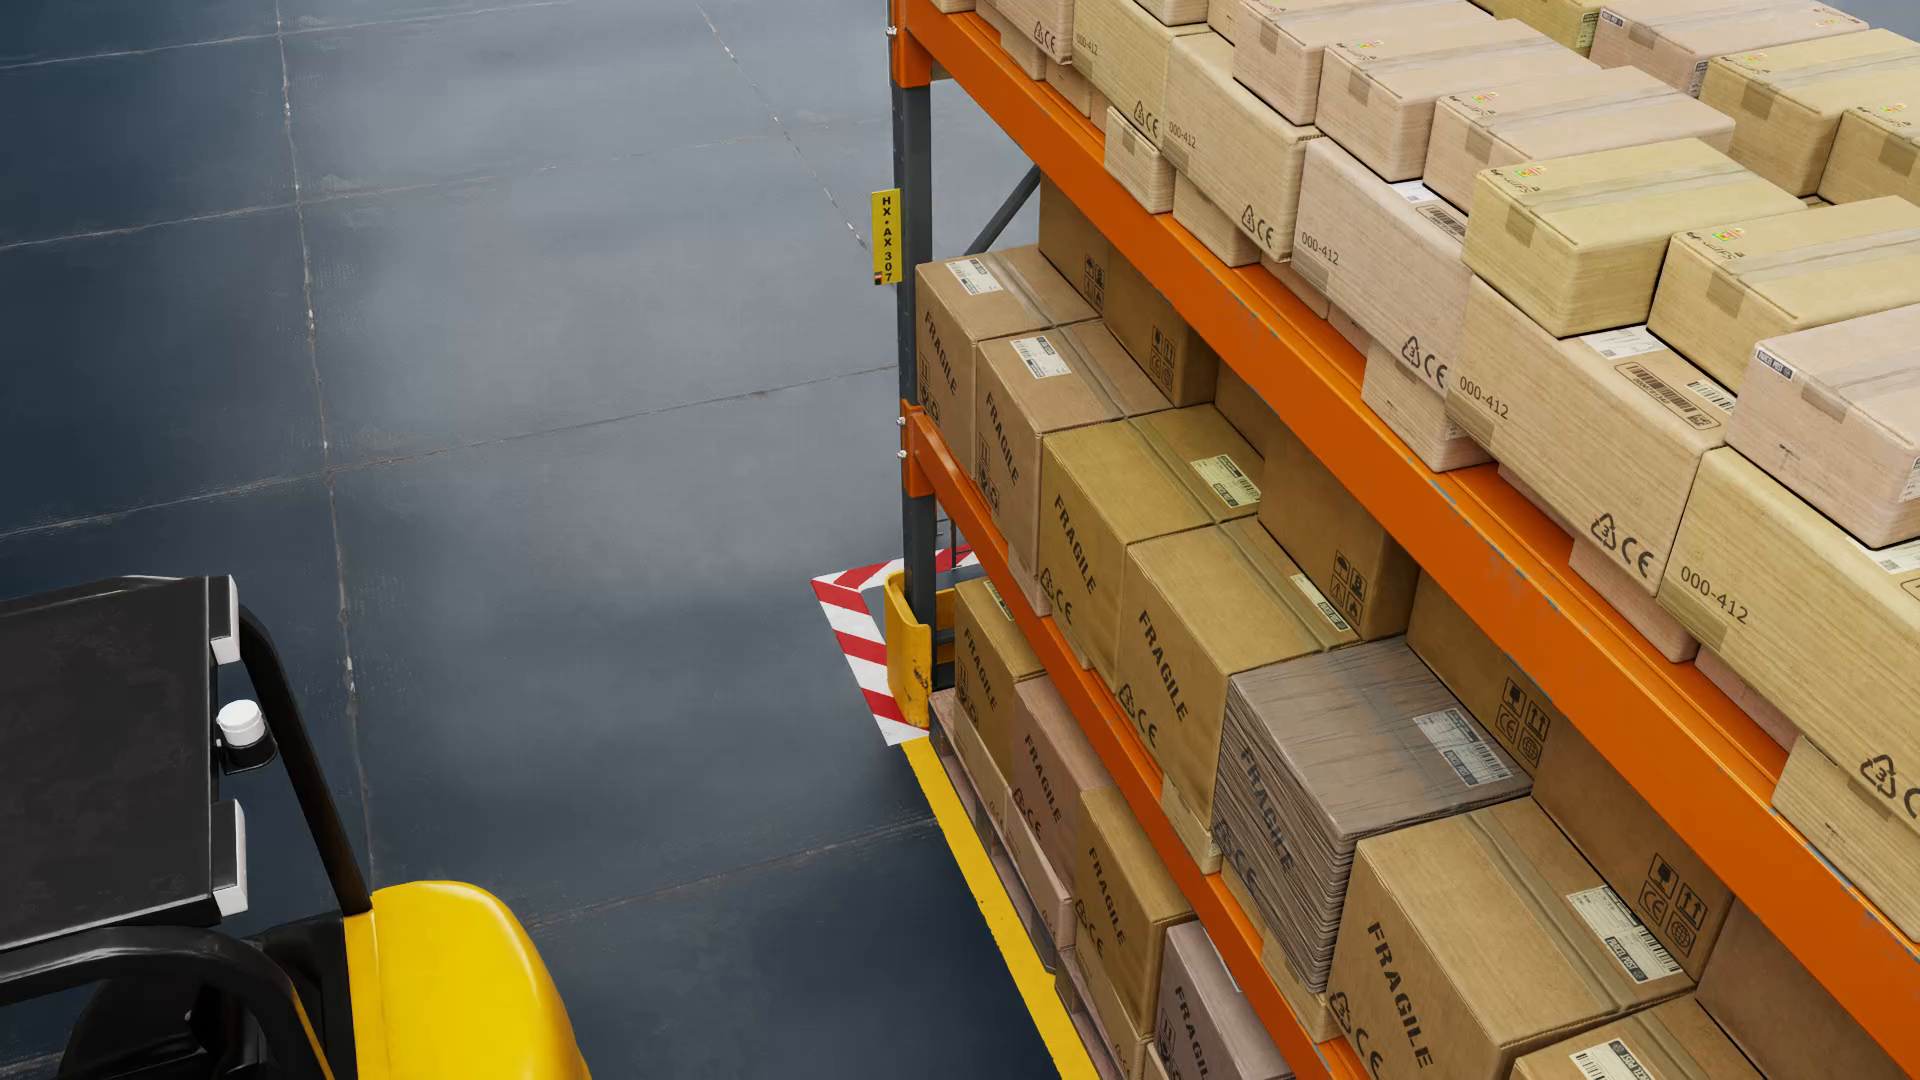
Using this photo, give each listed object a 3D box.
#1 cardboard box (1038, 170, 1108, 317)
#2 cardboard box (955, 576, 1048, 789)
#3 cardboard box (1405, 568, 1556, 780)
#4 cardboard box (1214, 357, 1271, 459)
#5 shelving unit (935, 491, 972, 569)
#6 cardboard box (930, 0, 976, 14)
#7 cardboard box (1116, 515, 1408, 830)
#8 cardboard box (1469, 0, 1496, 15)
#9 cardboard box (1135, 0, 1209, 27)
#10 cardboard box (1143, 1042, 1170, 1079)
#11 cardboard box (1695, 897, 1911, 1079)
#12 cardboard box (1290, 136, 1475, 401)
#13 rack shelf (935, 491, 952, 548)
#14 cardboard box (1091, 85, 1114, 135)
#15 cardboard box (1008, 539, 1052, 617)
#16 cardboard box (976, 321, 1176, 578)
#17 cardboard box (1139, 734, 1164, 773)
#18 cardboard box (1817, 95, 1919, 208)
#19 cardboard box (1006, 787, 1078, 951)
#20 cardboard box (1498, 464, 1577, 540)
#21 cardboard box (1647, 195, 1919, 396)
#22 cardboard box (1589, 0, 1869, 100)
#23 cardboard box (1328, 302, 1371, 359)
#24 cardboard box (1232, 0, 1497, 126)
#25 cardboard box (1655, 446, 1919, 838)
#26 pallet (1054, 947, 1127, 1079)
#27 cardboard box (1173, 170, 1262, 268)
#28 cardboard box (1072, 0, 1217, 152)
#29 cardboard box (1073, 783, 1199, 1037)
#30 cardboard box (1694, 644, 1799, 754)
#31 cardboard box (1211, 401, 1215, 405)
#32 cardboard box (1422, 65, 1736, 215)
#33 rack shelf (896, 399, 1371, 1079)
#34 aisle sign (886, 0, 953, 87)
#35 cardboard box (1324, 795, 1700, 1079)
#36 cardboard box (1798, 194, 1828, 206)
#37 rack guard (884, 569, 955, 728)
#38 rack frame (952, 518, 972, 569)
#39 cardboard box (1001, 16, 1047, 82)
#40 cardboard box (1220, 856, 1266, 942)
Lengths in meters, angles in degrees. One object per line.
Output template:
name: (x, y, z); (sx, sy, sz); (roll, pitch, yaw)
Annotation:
cardboard box: (0.660, -1.049, 4.988); (0.700, 0.500, 0.500); (-13, 39, -17)
cardboard box: (0.306, 0.423, 5.508); (0.500, 0.500, 0.500); (-14, 39, -17)
cardboard box: (1.405, 0.091, 3.474); (0.700, 0.500, 0.500); (-13, 39, -17)
cardboard box: (1.099, -0.495, 4.252); (0.700, 0.500, 0.500); (-13, 39, -16)
shelving unit: (0.018, -0.389, 6.894); (0.215, 1.050, 0.252); (-12, 39, -16)
cardboard box: (0.088, -1.577, 4.567); (0.380, 0.149, 0.250); (-12, 39, -16)
cardboard box: (0.722, 0.297, 4.032); (0.500, 0.500, 0.500); (-13, 39, -17)
cardboard box: (1.232, -1.161, 3.352); (0.380, 0.149, 0.250); (-11, 38, -15)
cardboard box: (0.545, -1.173, 3.366); (0.380, 0.149, 0.250); (-11, 38, -15)
cardboard box: (0.837, 1.591, 4.581); (0.500, 0.250, 0.500); (-12, 39, -15)
cardboard box: (1.708, 0.674, 2.701); (0.700, 0.500, 0.500); (-13, 39, -16)
cardboard box: (0.914, -0.502, 2.807); (0.500, 0.250, 0.500); (-13, 39, -17)
rack shelf: (0.018, -0.159, 7.068); (0.215, 0.259, 0.240); (-12, 39, -16)
cardboard box: (0.525, -1.007, 3.809); (0.380, 0.149, 0.250); (-14, 39, -17)
cardboard box: (0.361, 0.060, 4.886); (0.380, 0.149, 0.250); (-12, 39, -15)
cardboard box: (0.363, -0.276, 4.793); (0.500, 0.500, 0.500); (-11, 38, -15)
cardboard box: (0.692, 0.491, 4.314); (0.380, 0.149, 0.250); (-13, 39, -17)
cardboard box: (1.589, -0.582, 2.583); (0.380, 0.149, 0.250); (-13, 39, -16)
cardboard box: (0.466, 0.999, 5.367); (0.500, 0.250, 0.500); (-11, 38, -14)
cardboard box: (1.103, -0.141, 2.660); (0.380, 0.149, 0.250); (-14, 39, -17)
cardboard box: (1.175, -0.321, 2.236); (0.380, 0.149, 0.250); (-12, 38, -15)
cardboard box: (1.354, -0.861, 2.953); (0.380, 0.149, 0.250); (-13, 39, -17)
cardboard box: (0.910, -0.436, 3.051); (0.380, 0.149, 0.250); (-12, 39, -15)
cardboard box: (0.718, -0.881, 2.979); (0.380, 0.149, 0.250); (-12, 39, -15)
cardboard box: (1.250, 0.074, 2.043); (0.500, 0.250, 0.500); (-13, 39, -16)
pallet: (0.968, 1.577, 4.981); (1.003, 0.211, 1.213); (-12, 39, -16)
cardboard box: (0.666, -0.708, 3.412); (0.380, 0.149, 0.250); (-13, 39, -17)
cardboard box: (0.567, -1.079, 3.573); (0.500, 0.250, 0.500); (-11, 38, -15)
cardboard box: (0.655, 1.003, 4.739); (0.500, 0.500, 0.500); (-12, 39, -15)
cardboard box: (1.256, 0.152, 2.271); (0.380, 0.149, 0.250); (-12, 39, -15)
cardboard box: (0.893, -0.360, 4.904); (0.500, 0.500, 0.500); (-12, 39, -16)
cardboard box: (0.969, -0.610, 2.620); (0.380, 0.149, 0.250); (-13, 39, -17)
rack shelf: (0.967, 0.683, 4.448); (1.077, 0.370, 4.000); (-12, 39, -16)
aisle sign: (-0.033, -1.743, 4.911); (0.394, 0.787, 0.004); (-12, 39, -16)
cardboard box: (1.086, 0.878, 3.261); (0.500, 0.500, 0.500); (-11, 38, -14)
cardboard box: (1.415, -0.612, 2.954); (0.500, 0.250, 0.500); (-12, 39, -16)
rack guard: (0.305, 0.307, 6.427); (1.175, 0.500, 0.348); (-12, 39, -16)
rack frame: (0.060, -0.320, 6.803); (0.200, 1.050, 0.008); (-12, 39, -16)
cardboard box: (0.322, -1.291, 4.186); (0.380, 0.149, 0.250); (-11, 38, -15)
cardboard box: (0.846, 0.783, 3.926); (0.380, 0.149, 0.250); (-13, 39, -17)
